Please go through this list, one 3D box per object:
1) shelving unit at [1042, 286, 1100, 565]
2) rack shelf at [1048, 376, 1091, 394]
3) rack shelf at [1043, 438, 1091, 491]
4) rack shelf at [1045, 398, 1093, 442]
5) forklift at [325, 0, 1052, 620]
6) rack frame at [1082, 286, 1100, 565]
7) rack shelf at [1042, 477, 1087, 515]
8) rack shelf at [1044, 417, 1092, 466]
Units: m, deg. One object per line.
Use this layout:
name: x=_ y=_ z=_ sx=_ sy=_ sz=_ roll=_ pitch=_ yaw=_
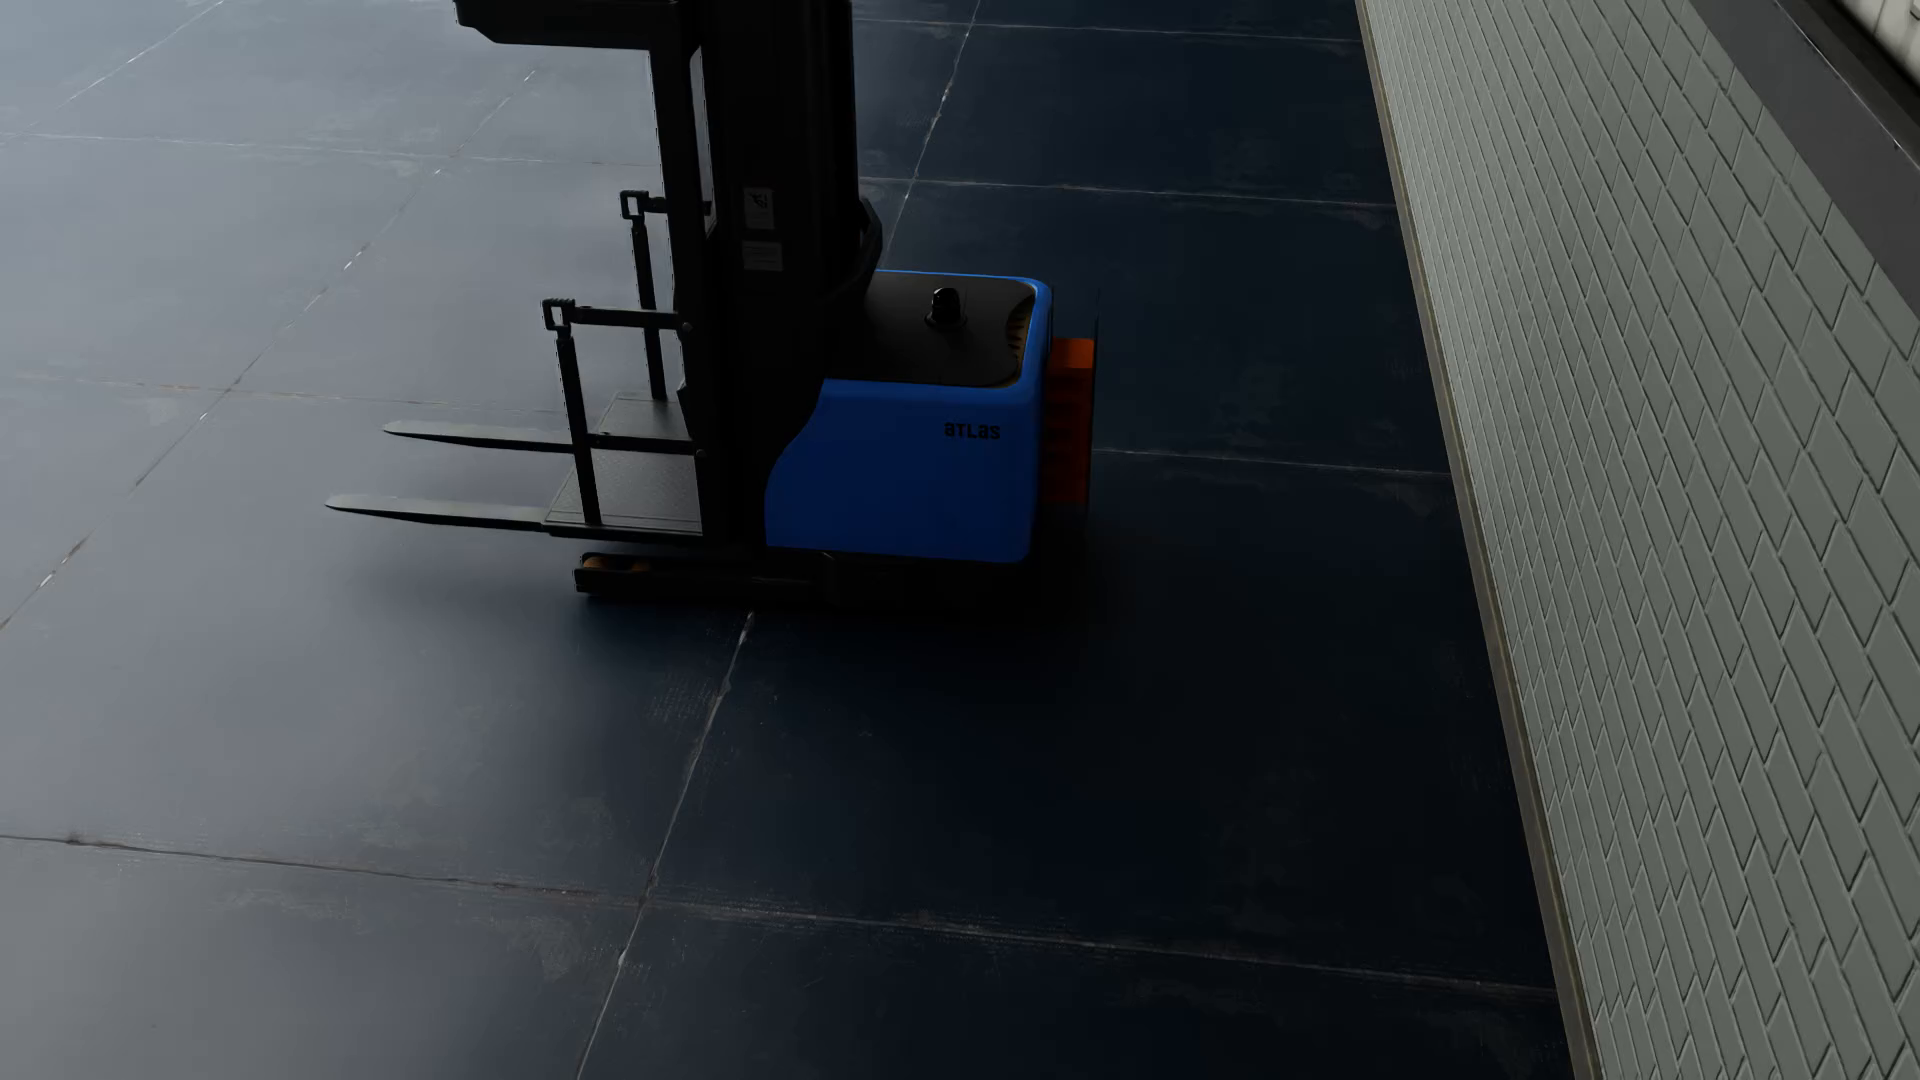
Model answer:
shelving unit: x=0.450 y=-0.455 z=6.855 sx=0.184 sy=1.200 sz=0.258 roll=4 pitch=36 yaw=6
rack shelf: x=0.448 y=-0.637 z=6.726 sx=0.171 sy=0.034 sz=0.221 roll=4 pitch=36 yaw=6
rack shelf: x=0.448 y=-0.322 z=6.951 sx=0.180 sy=0.103 sz=0.258 roll=4 pitch=36 yaw=6
rack shelf: x=0.448 y=-0.517 z=6.811 sx=0.180 sy=0.103 sz=0.258 roll=4 pitch=36 yaw=6
forklift: x=-1.162 y=-1.188 z=6.507 sx=3.031 sy=2.797 sz=1.129 roll=4 pitch=36 yaw=6
rack frame: x=0.539 y=-0.449 z=6.846 sx=0.006 sy=1.200 sz=0.240 roll=4 pitch=36 yaw=6
rack shelf: x=0.448 y=-0.224 z=7.020 sx=0.180 sy=0.103 sz=0.258 roll=4 pitch=36 yaw=6
rack shelf: x=0.448 y=-0.419 z=6.881 sx=0.180 sy=0.103 sz=0.258 roll=4 pitch=36 yaw=6
